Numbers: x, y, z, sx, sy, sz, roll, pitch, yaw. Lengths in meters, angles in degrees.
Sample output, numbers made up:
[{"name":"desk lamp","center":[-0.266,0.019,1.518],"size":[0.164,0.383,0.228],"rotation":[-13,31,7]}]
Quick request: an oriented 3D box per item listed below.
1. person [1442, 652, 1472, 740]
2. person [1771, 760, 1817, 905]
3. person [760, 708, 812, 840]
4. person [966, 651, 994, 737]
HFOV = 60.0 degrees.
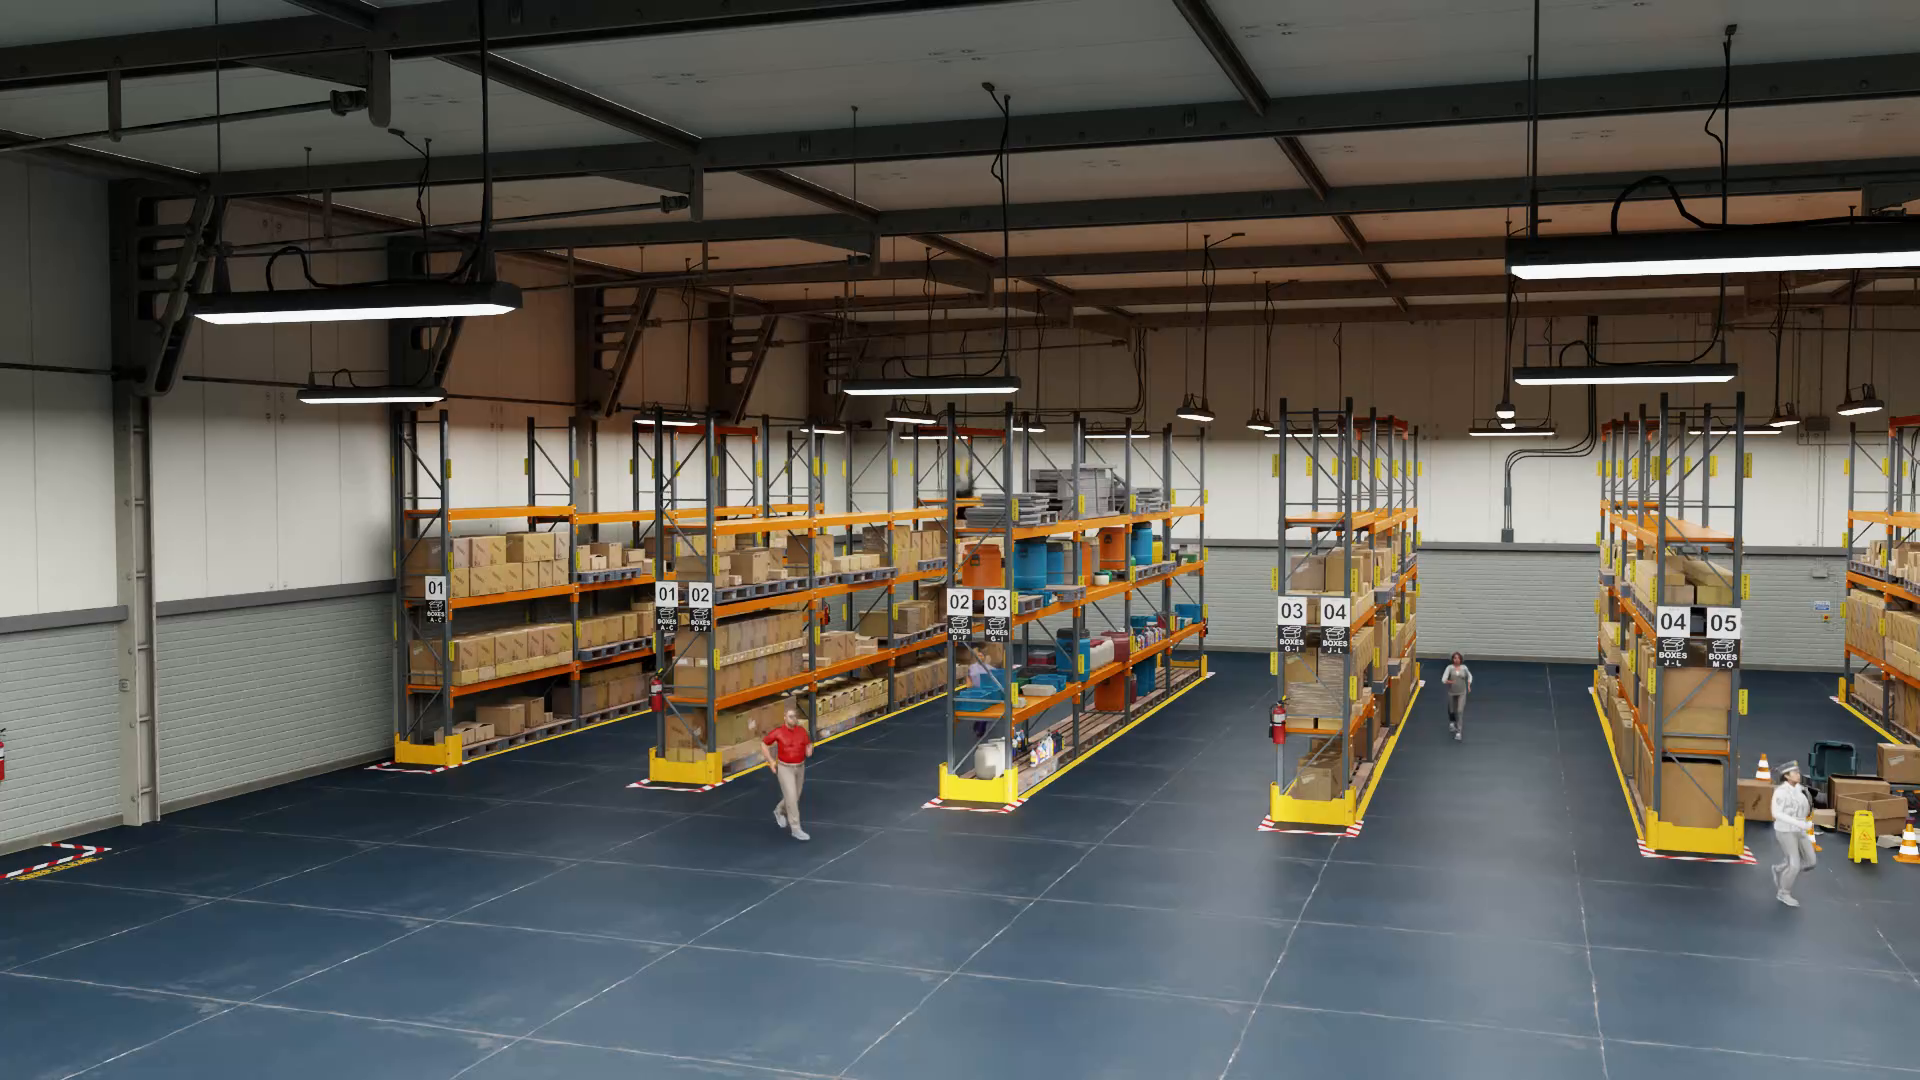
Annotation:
[{"name":"person","center":[9.220,2.869,30.858],"size":[0.543,1.578,0.882],"rotation":[1,3,17]},{"name":"person","center":[9.568,3.354,19.115],"size":[0.658,1.664,0.561],"rotation":[-2,3,-33]},{"name":"person","center":[-2.298,3.146,22.605],"size":[0.677,1.712,0.948],"rotation":[-2,3,-40]},{"name":"person","center":[0.378,2.877,31.019],"size":[0.574,1.589,0.543],"rotation":[1,3,13]}]
